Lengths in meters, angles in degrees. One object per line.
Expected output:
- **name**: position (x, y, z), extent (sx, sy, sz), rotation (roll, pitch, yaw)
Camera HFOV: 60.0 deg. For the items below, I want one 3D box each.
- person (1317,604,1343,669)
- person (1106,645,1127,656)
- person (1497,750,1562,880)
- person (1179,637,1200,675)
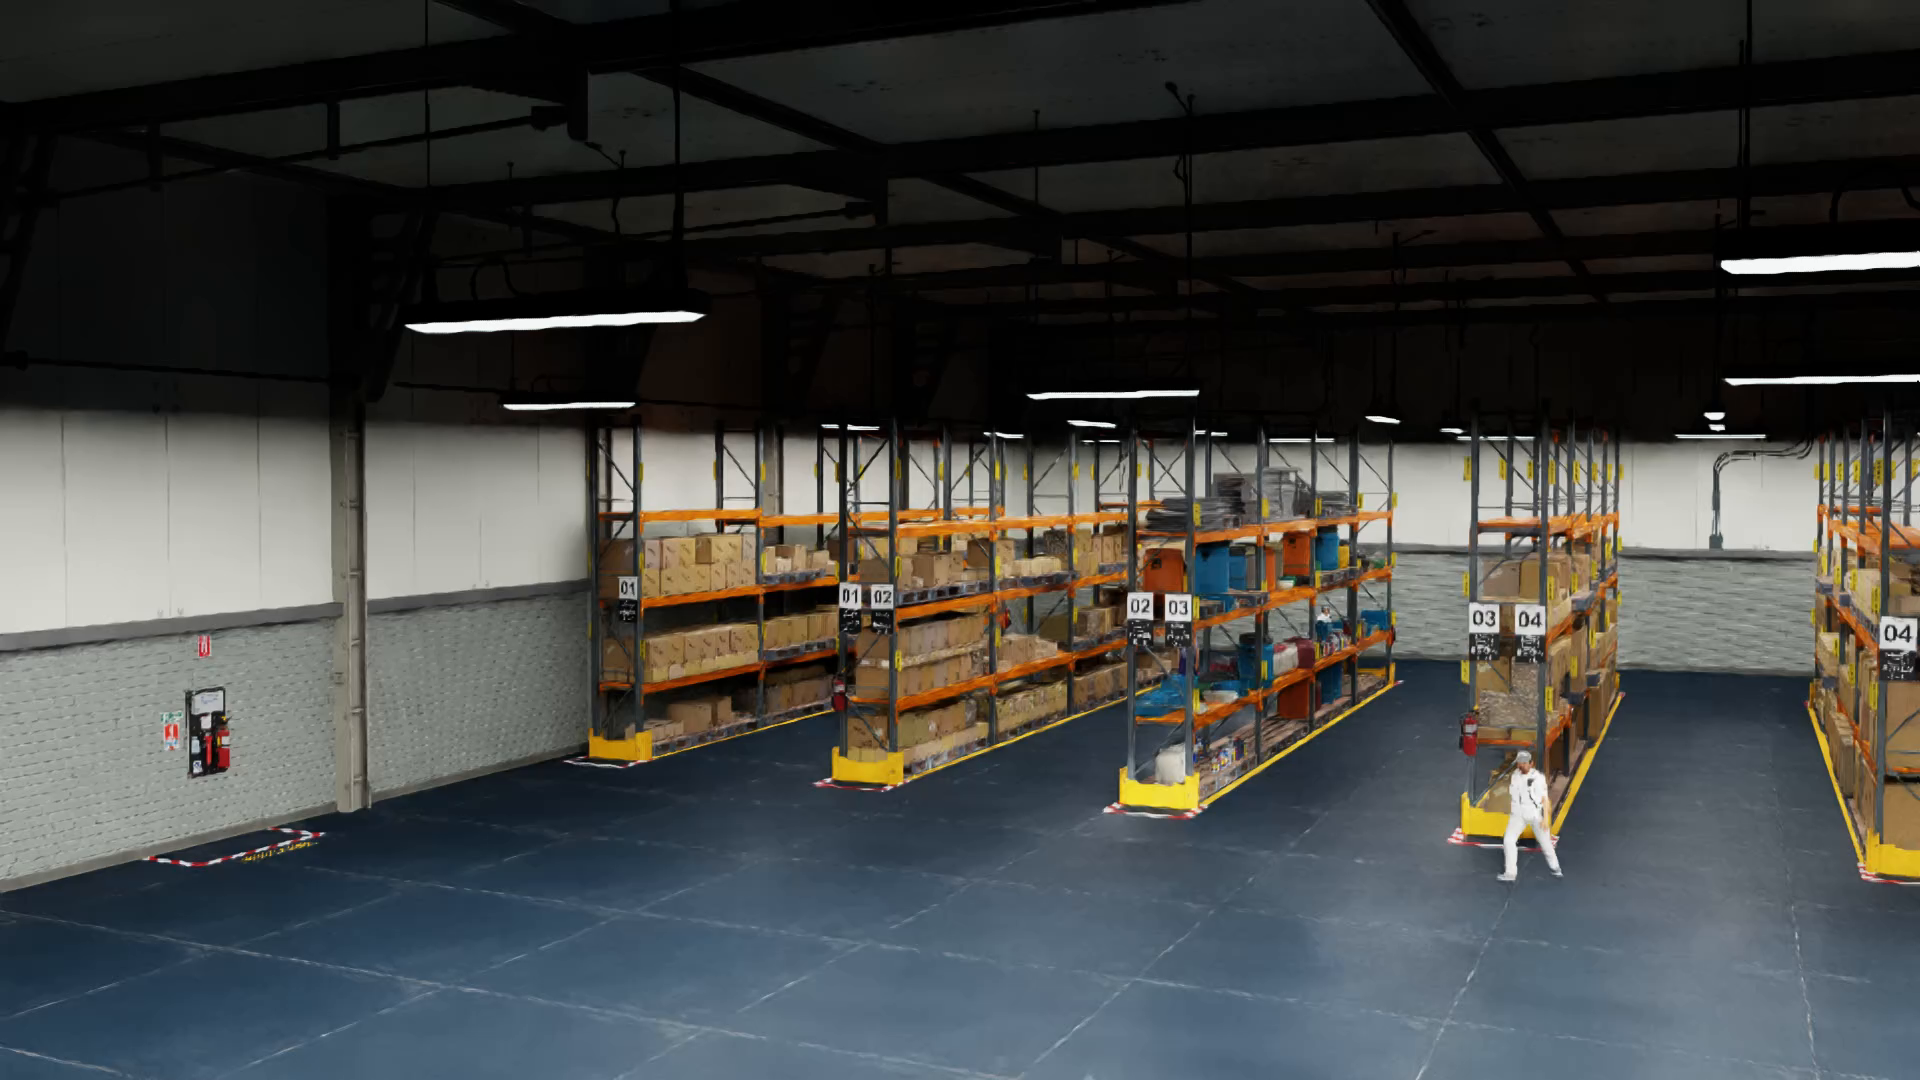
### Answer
- **person**: position (9.238, 2.433, 41.904), extent (0.685, 1.672, 0.551), rotation (-1, 3, -28)
- **person**: position (4.178, 2.356, 44.239), extent (0.650, 1.664, 0.493), rotation (-1, 2, -19)
- **person**: position (7.009, 3.358, 20.380), extent (0.939, 1.599, 0.527), rotation (-2, 3, -45)
- **person**: position (5.075, 2.691, 36.764), extent (0.493, 1.589, 1.000), rotation (1, 3, 24)
